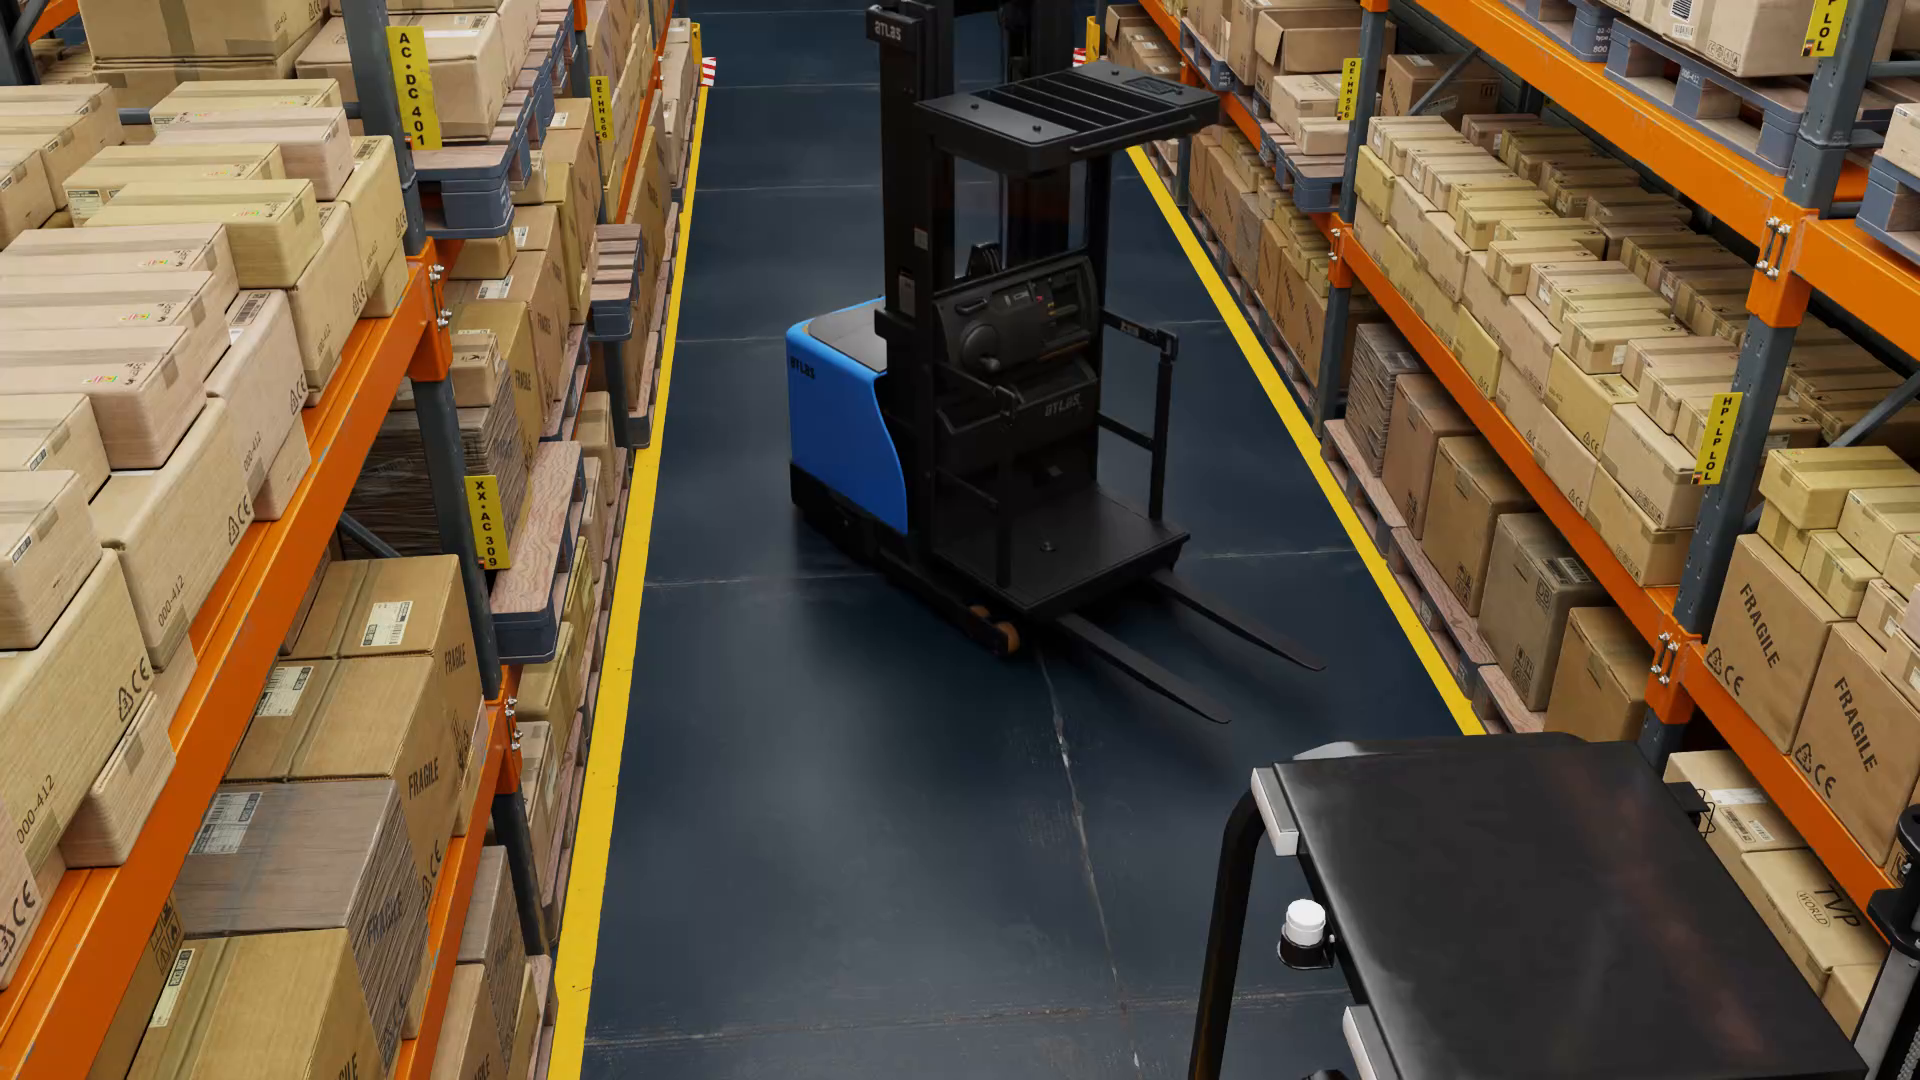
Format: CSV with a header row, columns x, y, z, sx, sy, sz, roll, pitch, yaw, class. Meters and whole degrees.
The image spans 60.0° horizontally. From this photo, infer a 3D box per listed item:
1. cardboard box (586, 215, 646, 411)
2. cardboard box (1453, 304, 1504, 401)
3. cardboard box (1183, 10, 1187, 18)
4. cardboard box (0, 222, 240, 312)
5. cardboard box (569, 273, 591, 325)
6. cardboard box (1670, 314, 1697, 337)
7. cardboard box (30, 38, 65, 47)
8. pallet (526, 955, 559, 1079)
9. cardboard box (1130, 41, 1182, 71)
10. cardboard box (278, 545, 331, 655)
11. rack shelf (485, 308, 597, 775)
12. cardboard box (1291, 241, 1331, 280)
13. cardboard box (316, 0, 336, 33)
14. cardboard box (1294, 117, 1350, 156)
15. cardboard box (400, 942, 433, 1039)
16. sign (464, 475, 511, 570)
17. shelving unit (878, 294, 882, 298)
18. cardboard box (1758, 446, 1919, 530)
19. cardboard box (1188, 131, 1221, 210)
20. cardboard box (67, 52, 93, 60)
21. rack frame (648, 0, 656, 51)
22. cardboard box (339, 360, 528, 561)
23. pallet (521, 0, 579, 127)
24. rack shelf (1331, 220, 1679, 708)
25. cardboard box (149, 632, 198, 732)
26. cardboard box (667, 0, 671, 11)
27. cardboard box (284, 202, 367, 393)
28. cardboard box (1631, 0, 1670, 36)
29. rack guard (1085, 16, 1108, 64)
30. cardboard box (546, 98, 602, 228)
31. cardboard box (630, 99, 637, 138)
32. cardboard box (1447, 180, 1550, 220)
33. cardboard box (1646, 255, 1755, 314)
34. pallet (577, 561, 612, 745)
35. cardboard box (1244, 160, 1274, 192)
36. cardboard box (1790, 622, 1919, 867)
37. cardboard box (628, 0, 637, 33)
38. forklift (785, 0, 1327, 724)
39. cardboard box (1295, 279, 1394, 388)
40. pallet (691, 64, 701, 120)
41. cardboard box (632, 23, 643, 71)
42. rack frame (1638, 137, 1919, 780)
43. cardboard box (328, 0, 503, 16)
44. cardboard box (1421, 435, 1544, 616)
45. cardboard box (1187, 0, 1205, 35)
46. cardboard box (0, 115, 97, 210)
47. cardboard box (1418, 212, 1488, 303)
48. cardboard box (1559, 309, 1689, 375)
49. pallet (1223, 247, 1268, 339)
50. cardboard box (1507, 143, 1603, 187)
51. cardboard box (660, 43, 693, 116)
x,y,z,sx,sy,sz,roll,pitch,yaw,class
-2.338,-1.317,9.692,0.875,0.875,0.875,-3,31,-5,cardboard box
2.528,-0.844,7.385,0.500,0.250,0.500,-2,31,-3,cardboard box
1.931,-4.017,12.795,0.380,0.149,0.250,-2,31,-4,cardboard box
-1.622,-0.489,3.187,0.380,0.149,0.250,-3,31,-6,cardboard box
-1.870,-1.080,7.468,0.380,0.149,0.250,-2,31,-4,cardboard box
3.094,-0.831,6.874,0.500,0.250,0.500,-3,31,-6,cardboard box
-8.312,-4.416,15.008,0.380,0.149,0.250,-4,31,-7,cardboard box
-1.884,1.889,5.382,1.003,0.211,1.213,-3,31,-5,pallet
1.792,-4.093,14.706,0.500,0.500,0.500,-2,31,-4,cardboard box
-2.157,-0.015,4.487,0.700,0.500,0.500,-3,31,-5,cardboard box
-2.169,-0.362,7.132,1.077,0.370,4.000,-3,31,-5,rack shelf
2.231,-1.695,10.058,0.380,0.149,0.250,-4,31,-7,cardboard box
-2.223,-1.603,5.321,0.500,0.250,0.500,-2,31,-4,cardboard box
2.142,-2.321,9.546,0.380,0.149,0.250,-2,31,-4,cardboard box
-1.550,1.126,4.184,0.380,0.149,0.250,-3,31,-5,cardboard box
-1.443,-0.051,5.067,0.100,0.325,0.005,-3,31,-5,sign
-0.386,-0.915,9.405,0.258,0.900,0.210,12,33,19,shelving unit
2.694,-0.162,5.075,0.380,0.149,0.250,-2,31,-4,cardboard box
2.033,-2.823,12.580,0.500,0.500,0.500,-1,31,-2,cardboard box
-7.603,-4.184,14.620,0.380,0.149,0.250,-3,31,-6,cardboard box
-2.730,-3.734,12.076,1.000,3.000,0.127,-3,31,-5,rack frame
-1.740,-0.254,5.453,0.500,0.500,0.500,-2,31,-3,cardboard box
-2.034,-1.707,5.940,1.213,0.211,1.003,-3,31,-5,pallet
2.773,-0.602,7.534,1.077,0.370,4.000,-3,31,-5,rack shelf
-1.506,0.236,2.750,0.380,0.149,0.250,-4,31,-6,cardboard box
-2.596,-4.541,13.329,0.500,0.500,0.500,-3,31,-4,cardboard box
-1.625,-0.530,3.644,0.500,0.250,0.500,-3,31,-5,cardboard box
2.554,-1.839,5.717,0.380,0.149,0.250,-3,31,-5,cardboard box
1.845,-4.904,16.473,1.175,0.500,0.348,-3,31,-5,rack guard
-2.037,-1.824,8.082,0.500,0.500,0.500,-4,31,-6,cardboard box
-2.309,-2.671,10.442,0.500,0.250,0.500,-3,31,-5,cardboard box
2.488,-1.550,7.690,0.380,0.149,0.250,-2,31,-4,cardboard box
3.074,-1.054,6.859,0.380,0.149,0.250,-3,31,-5,cardboard box
-2.173,0.526,7.664,1.003,0.211,1.213,-3,31,-5,pallet
2.165,-2.500,11.406,0.380,0.149,0.250,-2,31,-3,cardboard box
2.806,0.572,4.770,0.500,0.500,0.500,-2,31,-4,cardboard box
-2.354,-3.467,10.556,0.500,0.500,0.500,-2,31,-3,cardboard box
0.413,-1.000,7.566,1.130,2.935,3.031,-23,38,-33,forklift
2.332,-1.244,9.936,0.500,0.500,0.500,-2,31,-3,cardboard box
-2.951,-4.175,15.533,1.003,0.211,1.213,-3,31,-5,pallet
-2.338,-3.152,10.760,0.500,0.250,0.500,-2,31,-3,cardboard box
2.960,0.111,5.640,1.000,3.000,0.127,-3,31,-5,rack frame
-1.694,-1.840,5.229,0.500,0.250,0.500,-3,31,-6,cardboard box
2.762,-0.096,7.892,0.875,0.625,0.625,-4,31,-7,cardboard box
2.035,-3.939,11.913,0.700,0.500,0.500,-2,31,-3,cardboard box
-2.224,-0.864,3.814,0.380,0.149,0.250,-2,31,-3,cardboard box
2.461,-1.320,7.693,0.500,0.250,0.500,-4,31,-6,cardboard box
2.537,-0.761,6.369,0.380,0.149,0.250,-4,31,-6,cardboard box
2.443,-1.739,11.455,1.003,0.211,1.213,-3,31,-5,pallet
2.917,-1.833,8.164,0.380,0.149,0.250,-3,31,-5,cardboard box
-2.848,-4.058,14.707,0.875,0.438,0.875,-2,31,-3,cardboard box
